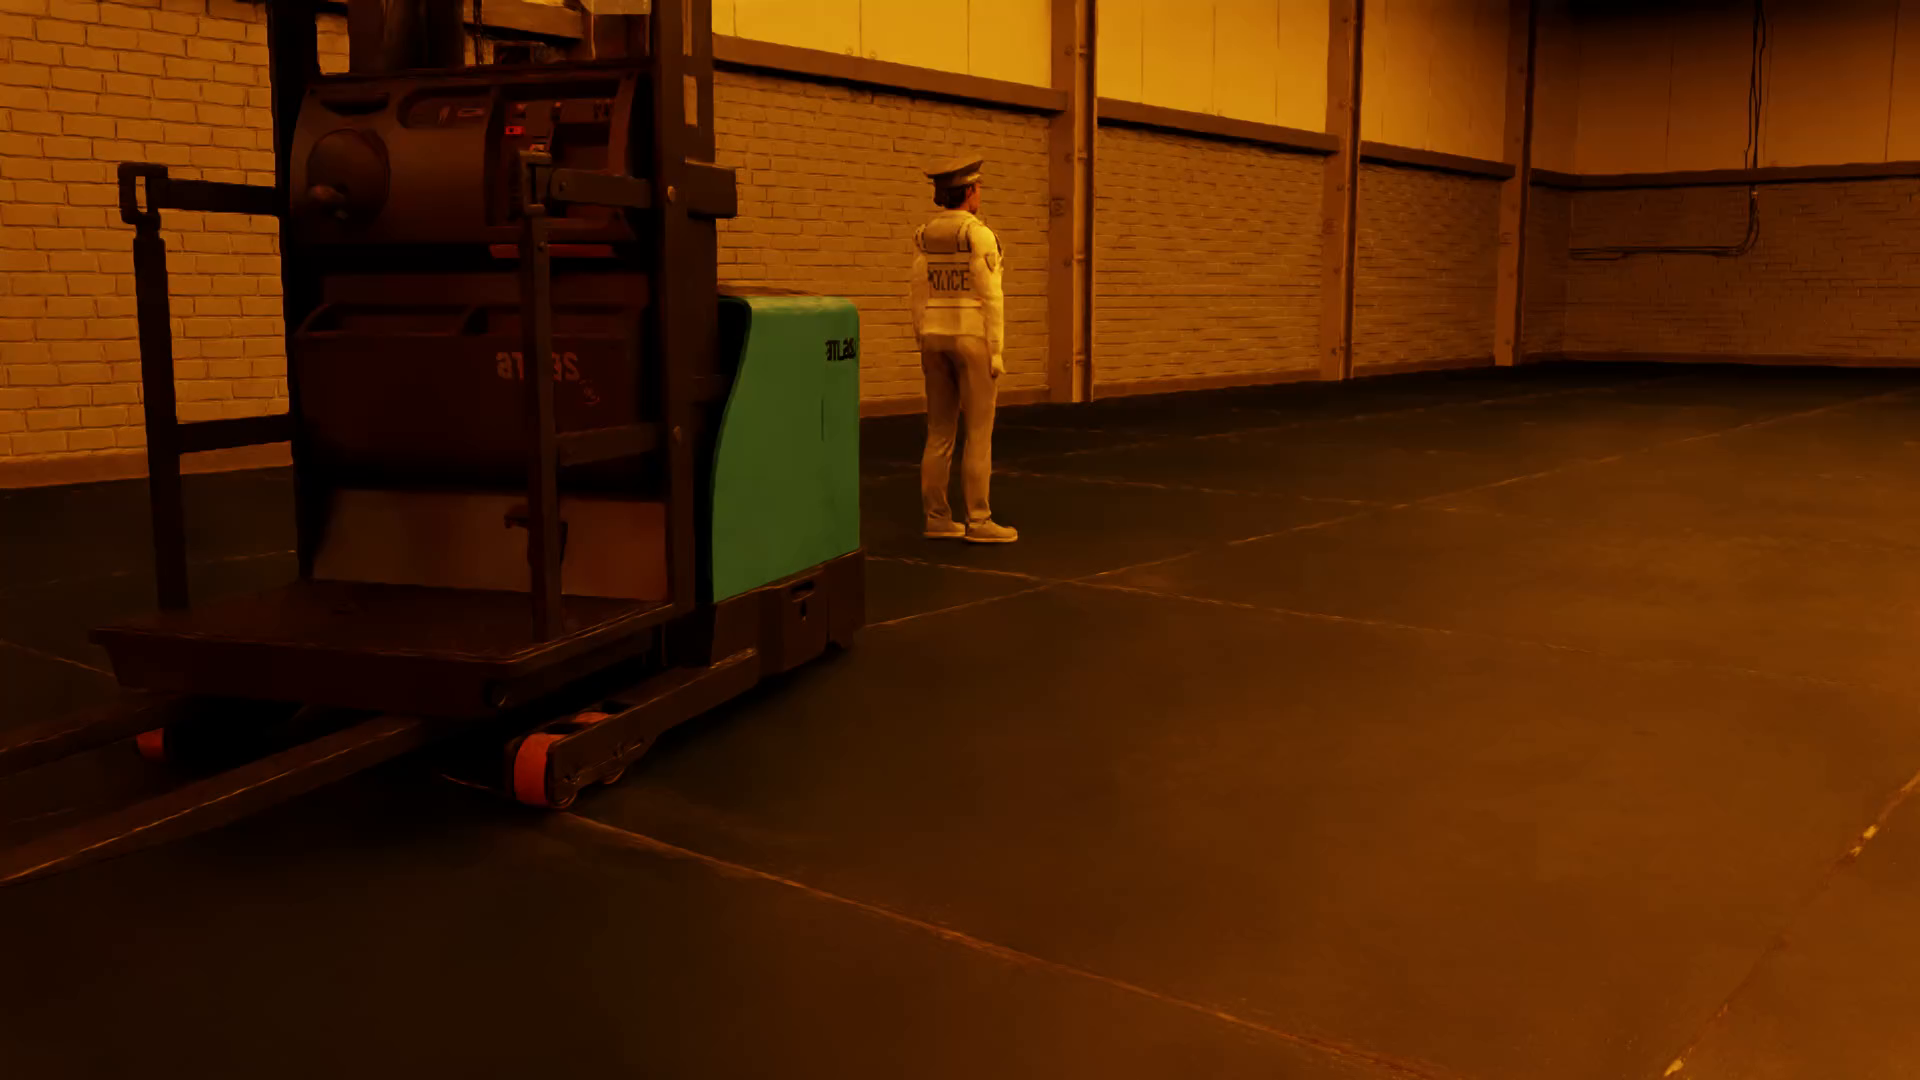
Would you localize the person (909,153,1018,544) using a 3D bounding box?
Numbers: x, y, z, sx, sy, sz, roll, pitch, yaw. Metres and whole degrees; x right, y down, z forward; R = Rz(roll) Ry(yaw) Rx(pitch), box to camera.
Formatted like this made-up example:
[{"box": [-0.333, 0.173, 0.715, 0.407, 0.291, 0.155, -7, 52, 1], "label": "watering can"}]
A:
[{"box": [0.009, -0.836, 7.295, 0.463, 1.692, 0.337, 7, 11, 38], "label": "person"}]

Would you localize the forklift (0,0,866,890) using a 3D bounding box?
[{"box": [-1.249, -0.945, 3.742, 1.130, 2.935, 3.031, 3, 9, 19], "label": "forklift"}]
